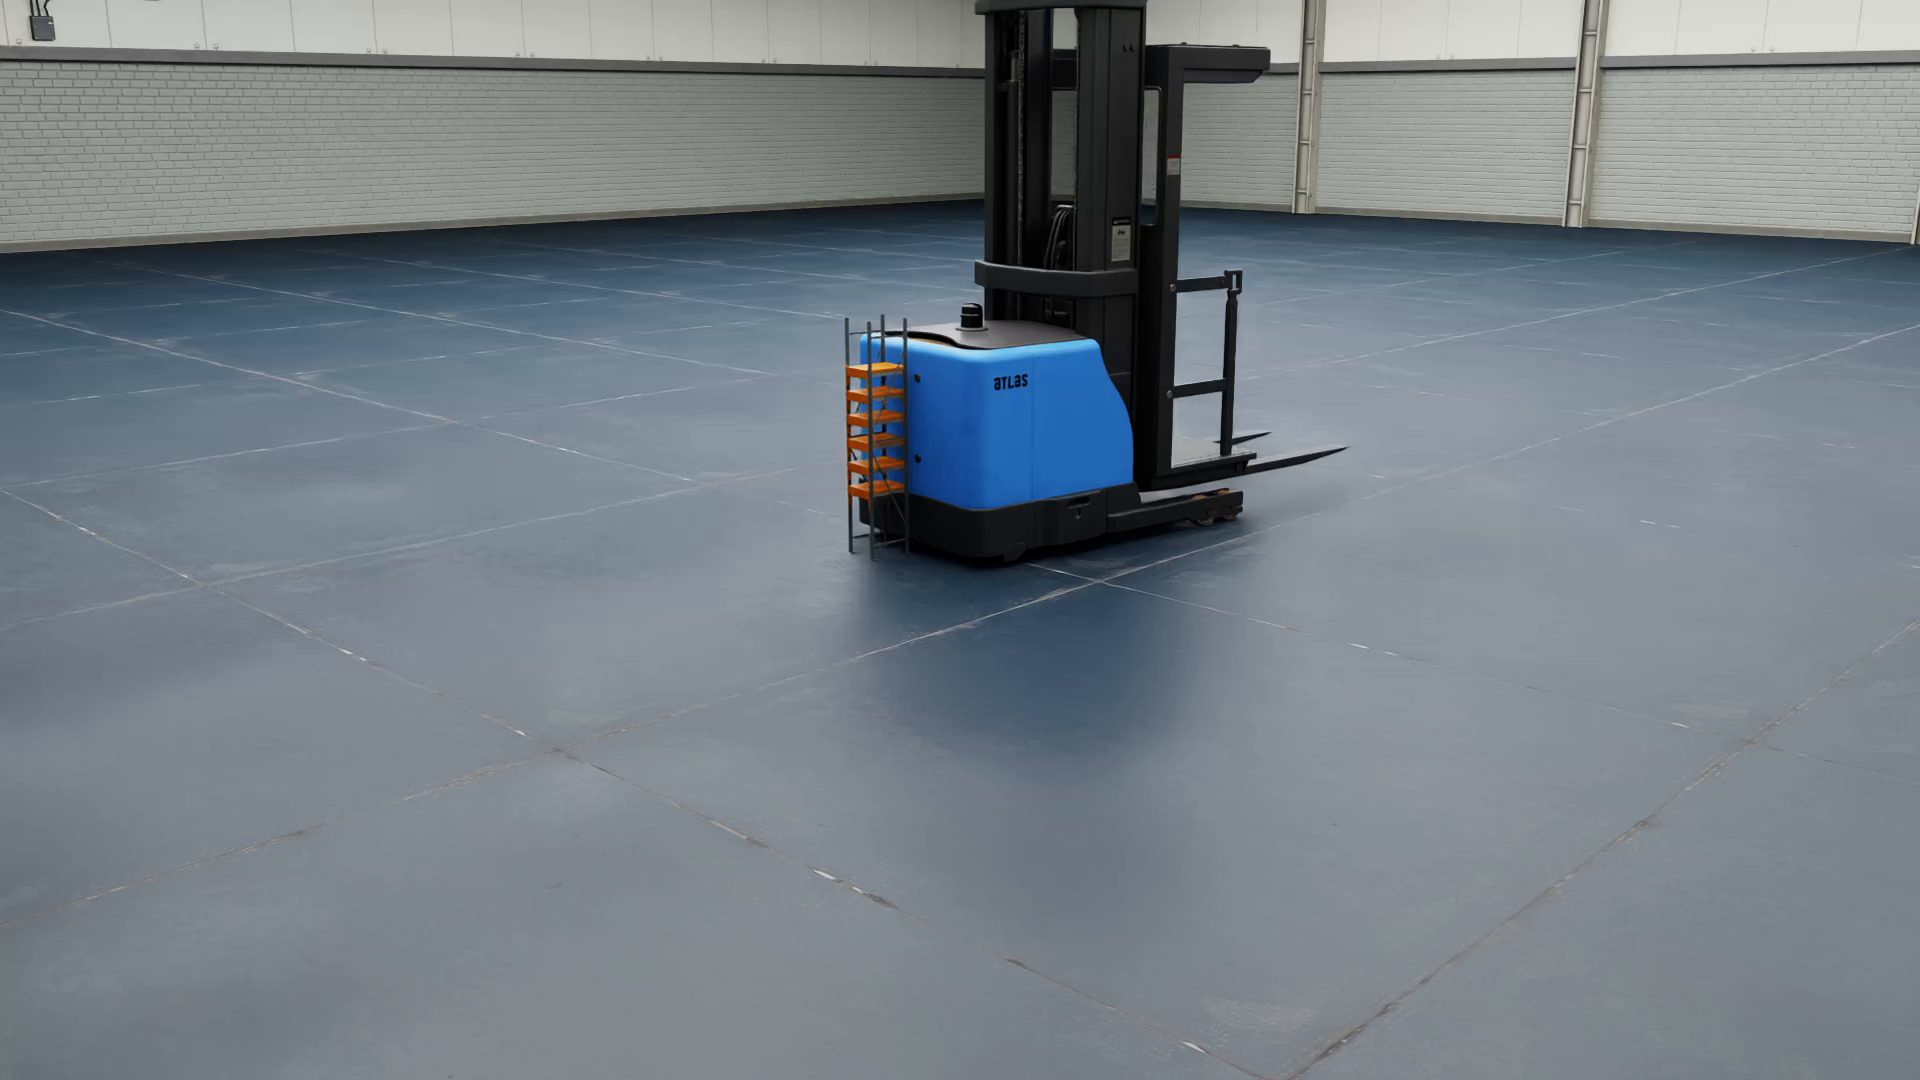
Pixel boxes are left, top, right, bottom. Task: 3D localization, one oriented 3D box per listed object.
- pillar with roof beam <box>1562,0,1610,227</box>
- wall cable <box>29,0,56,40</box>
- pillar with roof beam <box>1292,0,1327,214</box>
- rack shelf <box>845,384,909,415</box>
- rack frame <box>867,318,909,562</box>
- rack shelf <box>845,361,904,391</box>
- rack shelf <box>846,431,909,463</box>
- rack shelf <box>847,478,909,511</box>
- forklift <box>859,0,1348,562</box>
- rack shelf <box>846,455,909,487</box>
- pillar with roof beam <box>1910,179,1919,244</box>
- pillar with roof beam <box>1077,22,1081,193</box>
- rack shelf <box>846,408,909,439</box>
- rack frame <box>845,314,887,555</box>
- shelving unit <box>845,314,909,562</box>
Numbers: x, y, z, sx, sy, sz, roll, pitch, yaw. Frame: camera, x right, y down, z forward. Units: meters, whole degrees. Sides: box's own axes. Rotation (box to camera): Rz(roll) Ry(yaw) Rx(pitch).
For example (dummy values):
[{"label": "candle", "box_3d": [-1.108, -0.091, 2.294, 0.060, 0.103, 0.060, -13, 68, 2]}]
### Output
[{"label": "pillar with roof beam", "box_3d": [8.682, -9.521, 27.415, 0.400, 9.000, 9.100, 14, 20, 42]}, {"label": "wall cable", "box_3d": [-13.434, -10.806, 25.605, 0.169, 6.003, 2.305, 14, 20, 42]}, {"label": "pillar with roof beam", "box_3d": [4.363, -10.571, 31.445, 0.400, 9.000, 9.100, 14, 20, 42]}, {"label": "rack shelf", "box_3d": [-0.411, -0.696, 8.240, 0.258, 0.103, 0.180, -12, 19, -38]}, {"label": "rack frame", "box_3d": [-0.353, -0.489, 8.222, 0.240, 1.200, 0.006, -12, 19, -38]}, {"label": "rack shelf", "box_3d": [-0.411, -0.812, 8.210, 0.258, 0.103, 0.180, -12, 19, -38]}, {"label": "rack shelf", "box_3d": [-0.411, -0.464, 8.301, 0.258, 0.103, 0.180, -12, 19, -38]}, {"label": "rack shelf", "box_3d": [-0.411, -0.232, 8.361, 0.258, 0.103, 0.180, -12, 19, -38]}, {"label": "forklift", "box_3d": [0.935, -1.590, 9.011, 3.031, 2.935, 1.130, -11, 18, -37]}, {"label": "rack shelf", "box_3d": [-0.411, -0.348, 8.331, 0.258, 0.103, 0.180, -12, 19, -38]}, {"label": "pillar with roof beam", "box_3d": [13.002, -8.470, 23.385, 0.400, 9.000, 9.100, 14, 20, 42]}, {"label": "pillar with roof beam", "box_3d": [0.044, -11.621, 35.475, 0.400, 9.000, 9.100, 14, 20, 42]}, {"label": "rack shelf", "box_3d": [-0.411, -0.580, 8.271, 0.258, 0.103, 0.180, -12, 19, -38]}, {"label": "rack frame", "box_3d": [-0.470, -0.525, 8.358, 0.240, 1.200, 0.006, -12, 19, -38]}, {"label": "shelving unit", "box_3d": [-0.411, -0.507, 8.290, 0.258, 1.200, 0.189, -12, 19, -38]}]
